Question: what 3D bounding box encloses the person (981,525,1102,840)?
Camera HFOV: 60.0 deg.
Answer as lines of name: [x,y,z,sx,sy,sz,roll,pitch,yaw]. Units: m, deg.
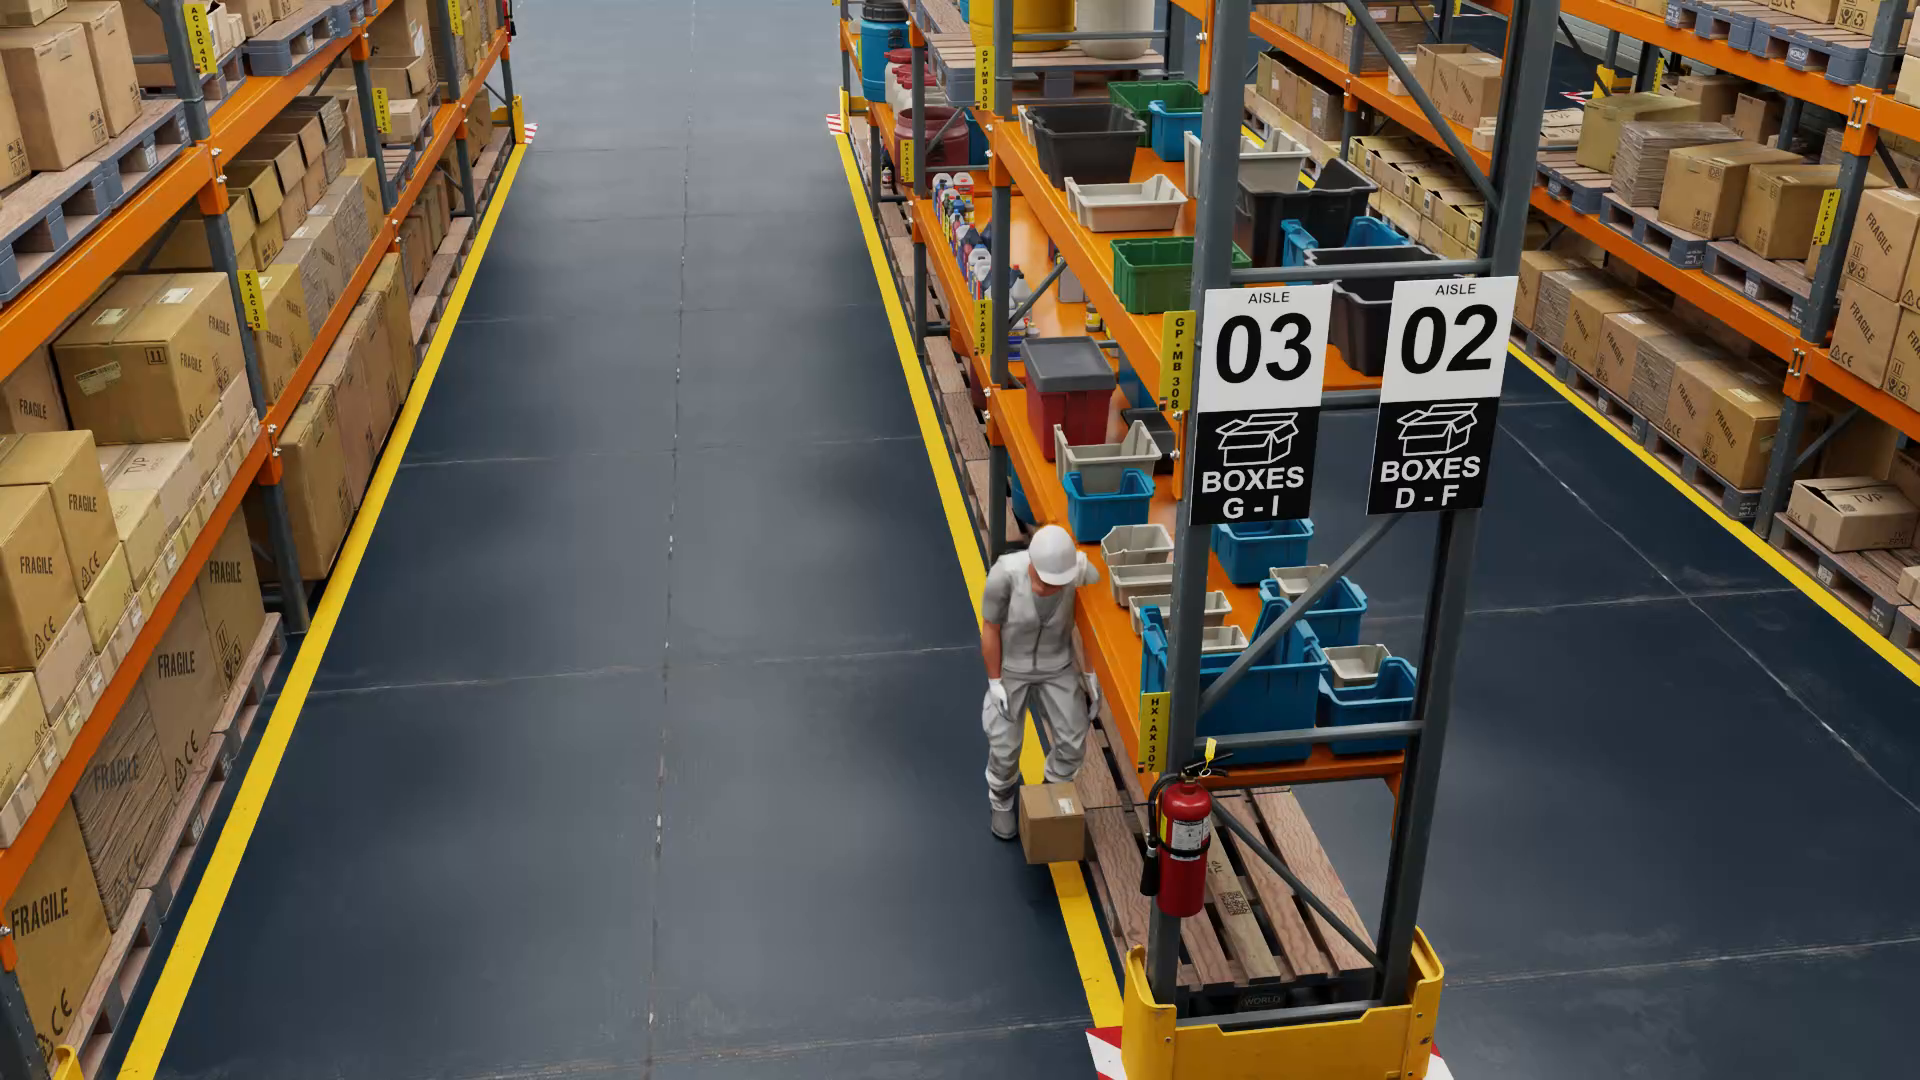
person: [0.373,0.615,7.537,0.564,1.647,0.580,-3,27,-6]
